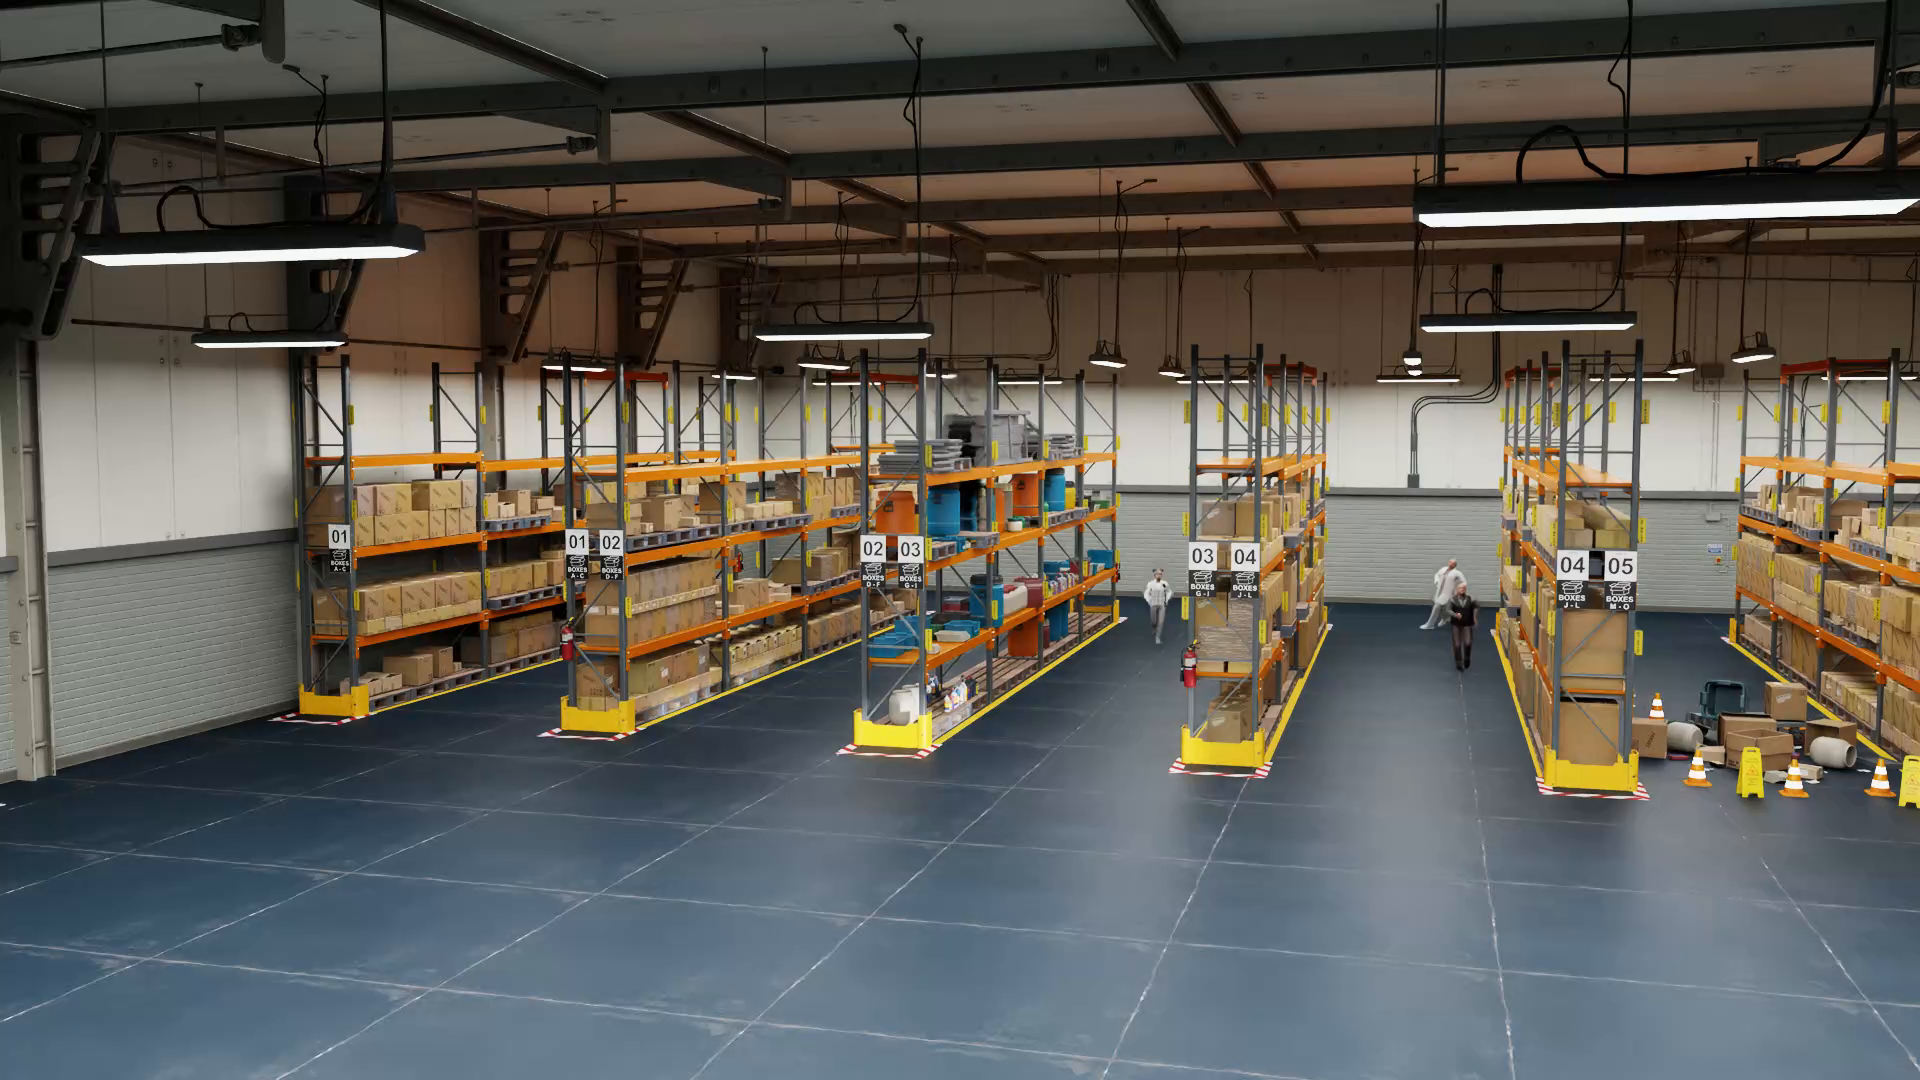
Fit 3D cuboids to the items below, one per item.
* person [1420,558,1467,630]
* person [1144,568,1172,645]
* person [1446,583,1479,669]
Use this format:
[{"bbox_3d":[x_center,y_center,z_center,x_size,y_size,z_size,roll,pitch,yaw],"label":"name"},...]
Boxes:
[{"bbox_3d":[11.190,1.249,38.741,0.936,1.681,0.883,-1,4,-9],"label":"person"},{"bbox_3d":[4.330,1.438,36.584,0.555,1.671,0.696,0,4,2],"label":"person"},{"bbox_3d":[9.865,1.698,32.641,0.637,1.683,0.641,1,4,14],"label":"person"}]
